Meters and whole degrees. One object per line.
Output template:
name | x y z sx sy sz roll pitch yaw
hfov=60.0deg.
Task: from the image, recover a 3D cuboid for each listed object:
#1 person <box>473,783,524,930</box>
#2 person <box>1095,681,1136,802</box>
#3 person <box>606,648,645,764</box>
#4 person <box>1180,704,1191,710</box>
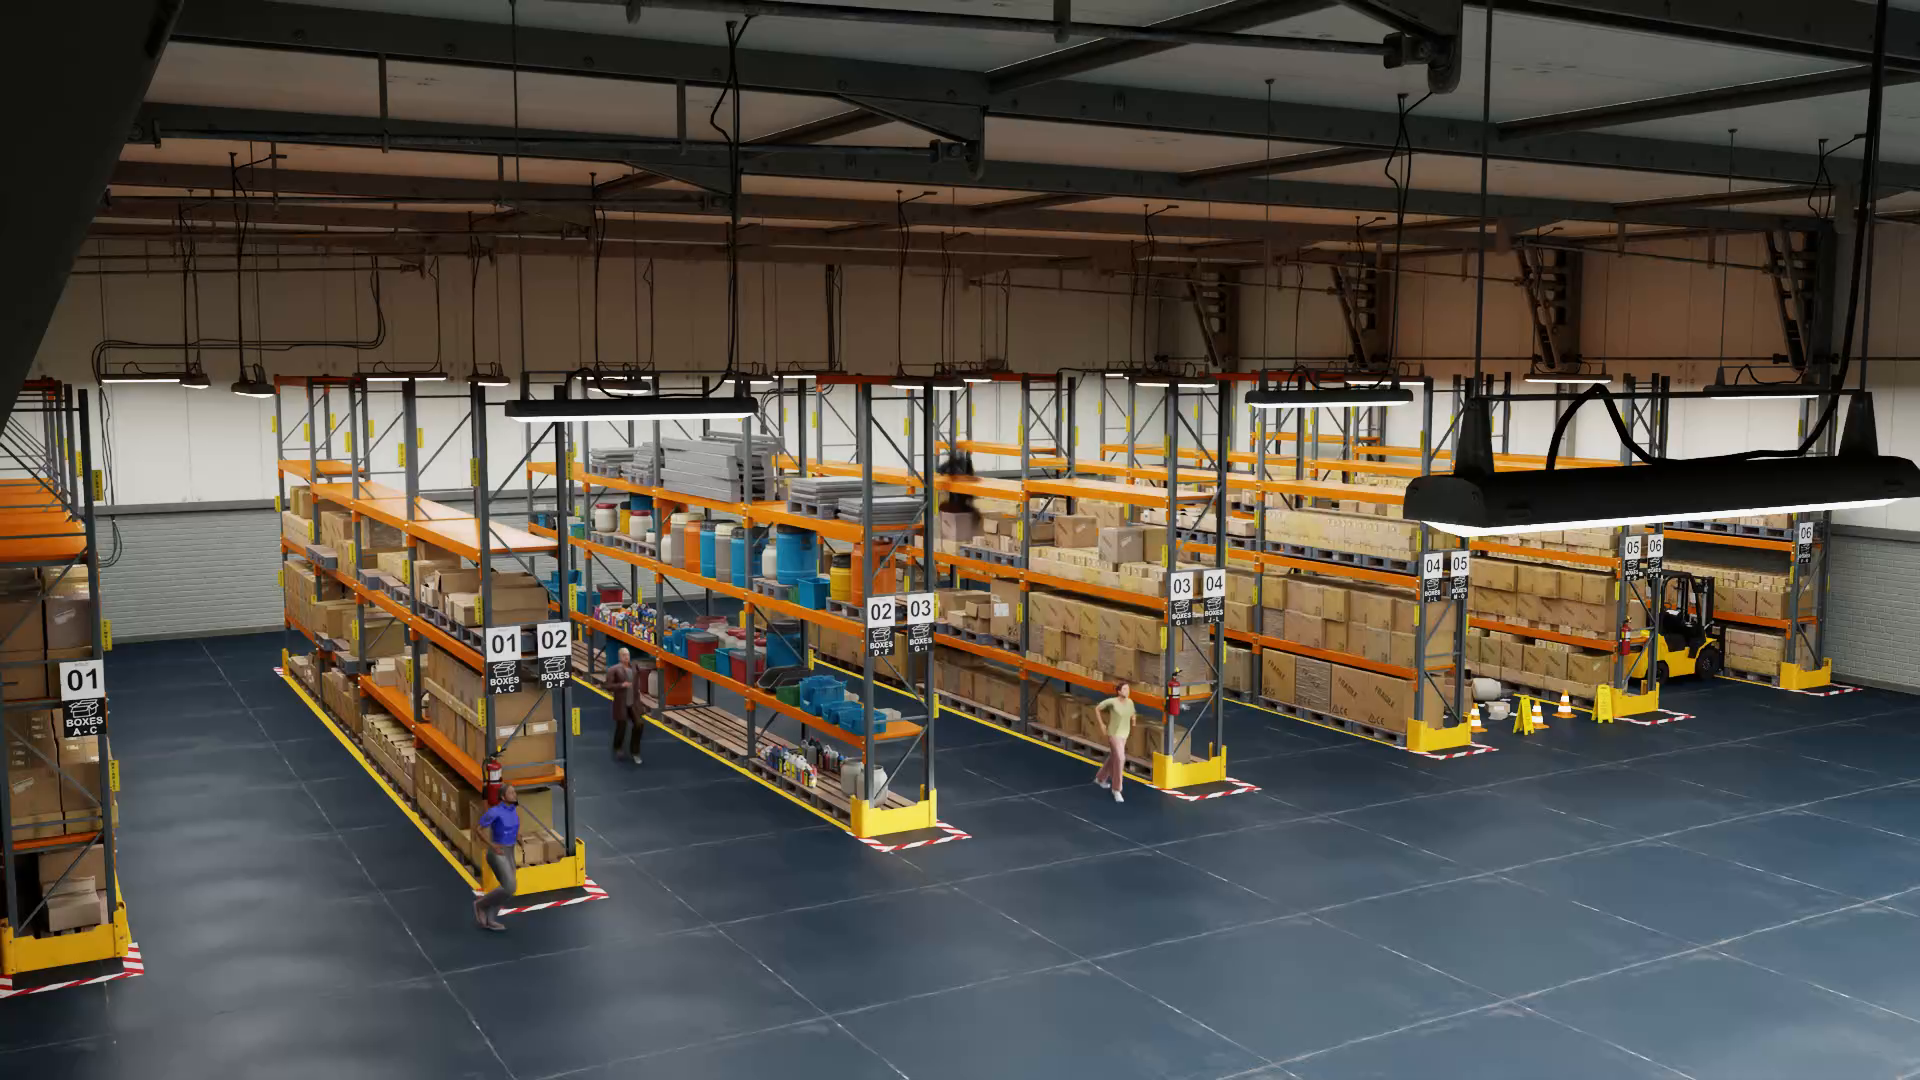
person | -5.095 3.515 18.544 0.512 1.601 0.577 2 6 15
person | 2.284 2.878 24.158 0.582 1.709 0.790 -5 8 -36
person | -5.222 2.604 26.070 0.685 1.844 0.765 -4 8 -34
person | 3.852 2.229 30.035 0.532 1.612 0.798 -5 8 -37
